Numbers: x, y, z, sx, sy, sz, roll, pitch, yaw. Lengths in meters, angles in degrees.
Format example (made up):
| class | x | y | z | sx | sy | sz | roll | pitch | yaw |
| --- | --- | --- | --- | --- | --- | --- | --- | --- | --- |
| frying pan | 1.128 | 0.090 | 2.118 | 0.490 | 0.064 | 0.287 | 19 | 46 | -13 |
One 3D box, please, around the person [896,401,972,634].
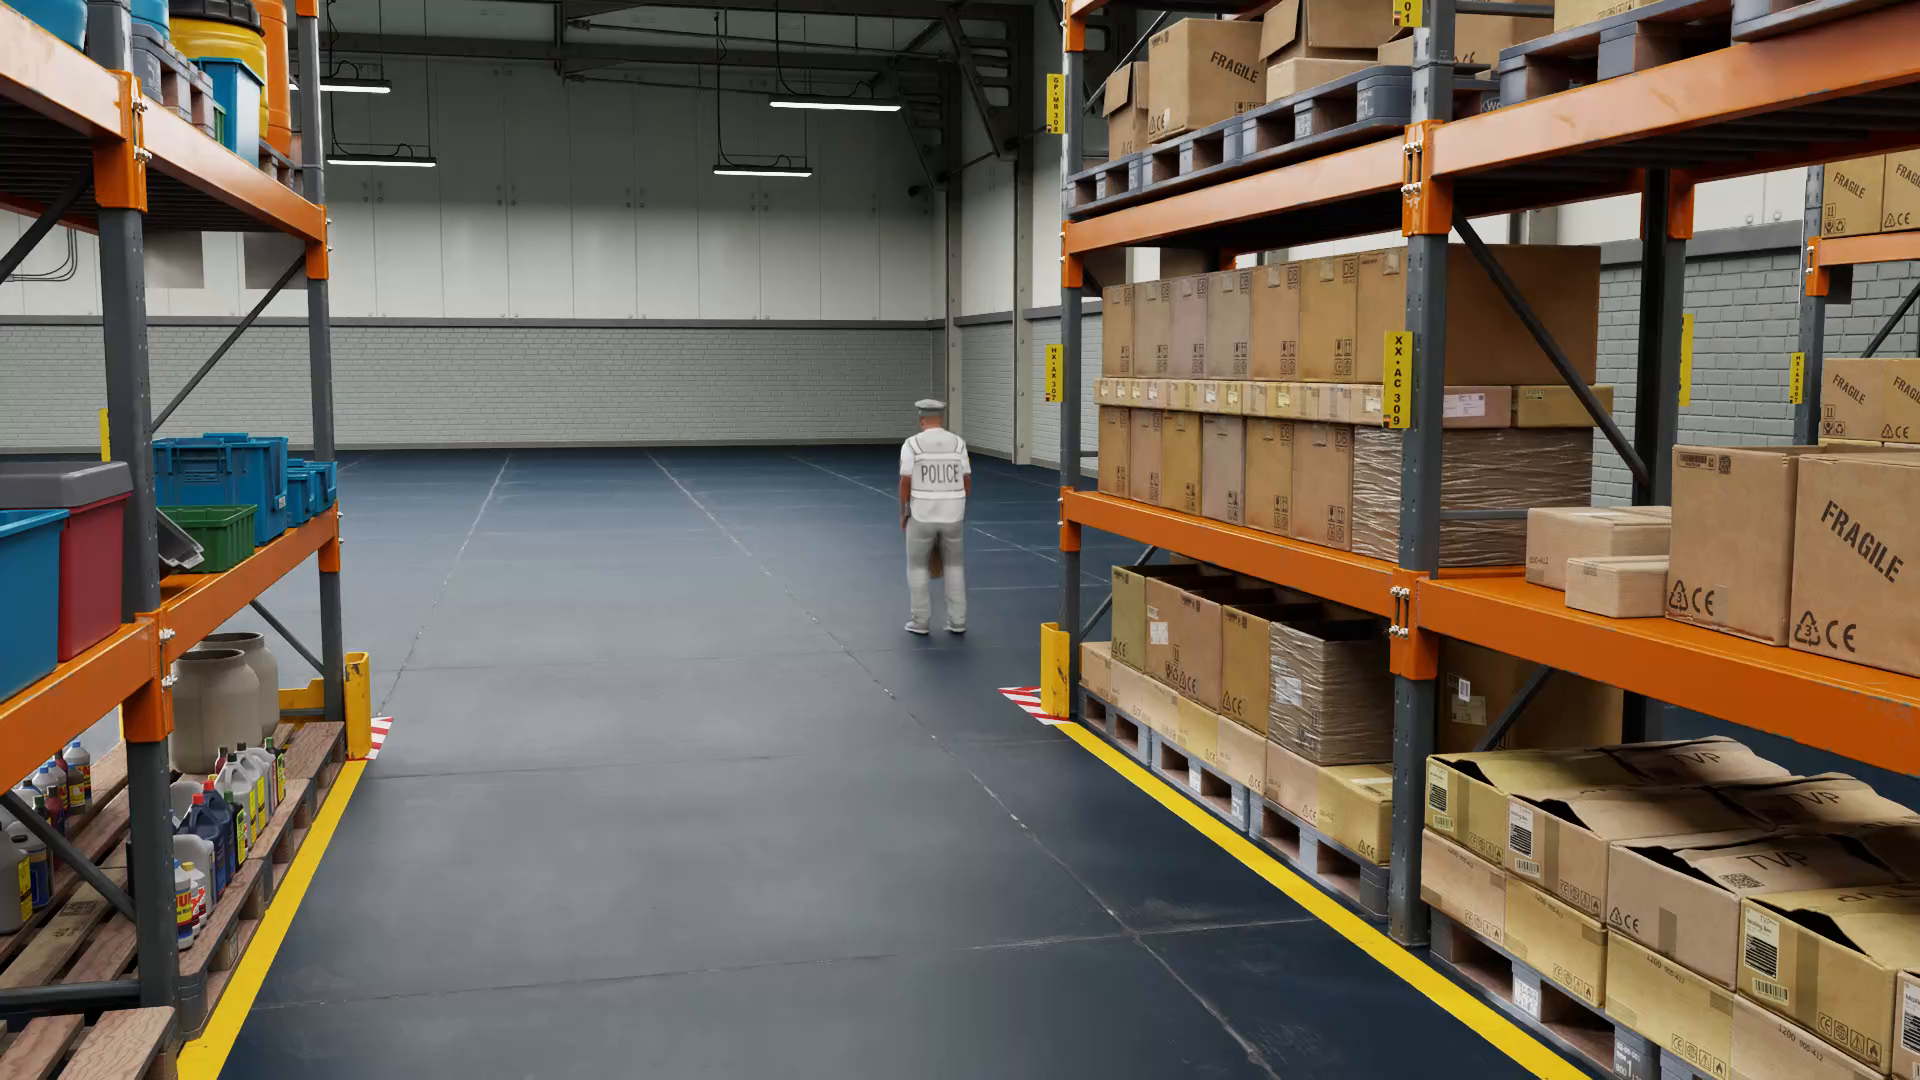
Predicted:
| class | x | y | z | sx | sy | sz | roll | pitch | yaw |
| --- | --- | --- | --- | --- | --- | --- | --- | --- | --- |
| person | -0.193 | -0.167 | 12.491 | 0.592 | 1.746 | 0.437 | -2 | 6 | -16 |
